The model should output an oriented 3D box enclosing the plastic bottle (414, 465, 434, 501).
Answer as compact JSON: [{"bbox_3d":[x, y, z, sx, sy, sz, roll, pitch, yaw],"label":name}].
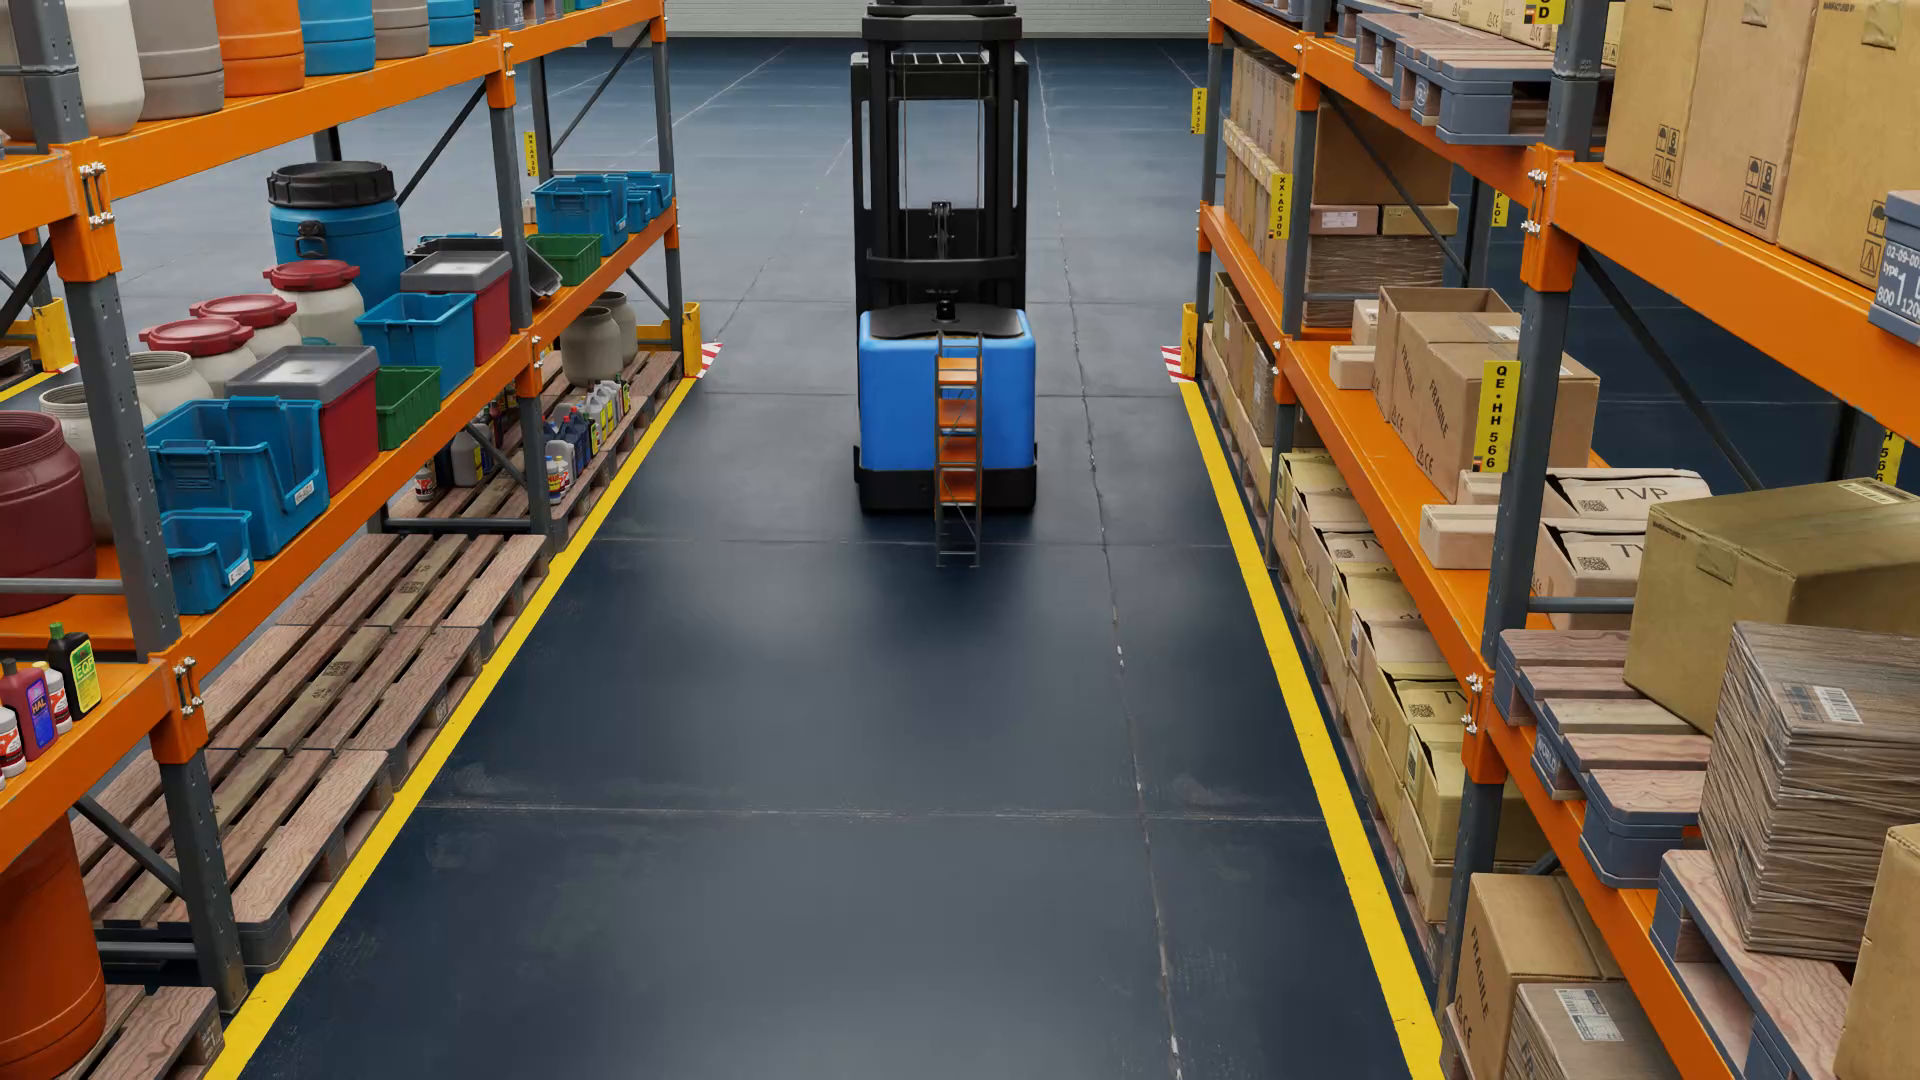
[{"bbox_3d":[-3.070,-0.336,9.509,0.097,0.201,0.097,0,21,0],"label":"plastic bottle"}]

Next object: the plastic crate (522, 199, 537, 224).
[{"bbox_3d":[-2.997,-2.305,11.686,0.298,0.136,0.250,1,21,2],"label":"plastic crate"}]

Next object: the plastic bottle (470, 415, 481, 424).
[{"bbox_3d":[-3.022,-0.694,10.224,0.144,0.351,0.185,1,21,1],"label":"plastic bottle"}]

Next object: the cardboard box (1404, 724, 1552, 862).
[{"bbox_3d":[1.830,0.833,5.680,0.500,0.311,0.500,1,21,3],"label":"cardboard box"}]

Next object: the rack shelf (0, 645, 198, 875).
[{"bbox_3d":[-2.952,1.204,3.275,1.077,0.370,4.000,1,21,2],"label":"rack shelf"}]

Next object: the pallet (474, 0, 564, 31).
[{"bbox_3d":[-2.845,-2.874,8.903,1.213,0.211,1.003,1,21,2],"label":"pallet"}]

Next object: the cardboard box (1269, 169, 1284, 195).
[{"bbox_3d":[2.008,-2.063,9.664,0.380,0.149,0.250,1,21,1],"label":"cardboard box"}]

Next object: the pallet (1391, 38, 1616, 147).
[{"bbox_3d":[1.991,-1.356,4.991,1.213,0.211,1.003,2,21,4],"label":"pallet"}]

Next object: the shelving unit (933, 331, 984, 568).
[{"bbox_3d":[-0.005,-0.500,9.158,0.258,1.200,0.503,1,21,2],"label":"shelving unit"}]

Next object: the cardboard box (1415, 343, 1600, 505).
[{"bbox_3d":[2.095,-0.453,6.411,0.500,0.500,0.500,0,21,-1],"label":"cardboard box"}]

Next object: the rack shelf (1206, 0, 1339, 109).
[{"bbox_3d":[2.242,-3.032,10.043,1.077,0.370,4.000,1,21,2],"label":"rack shelf"}]

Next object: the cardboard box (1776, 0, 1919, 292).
[{"bbox_3d":[2.049,-0.714,2.937,0.910,0.500,0.500,1,21,2],"label":"cardboard box"}]

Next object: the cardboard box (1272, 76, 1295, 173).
[{"bbox_3d":[2.219,-2.421,9.690,0.700,0.500,0.500,1,21,2],"label":"cardboard box"}]

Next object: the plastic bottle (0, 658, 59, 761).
[{"bbox_3d":[-2.484,0.434,4.425,0.061,0.283,0.133,1,21,2],"label":"plastic bottle"}]

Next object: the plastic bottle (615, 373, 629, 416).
[{"bbox_3d":[-2.251,-0.975,11.042,0.061,0.283,0.133,1,21,3],"label":"plastic bottle"}]

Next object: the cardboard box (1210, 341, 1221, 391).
[{"bbox_3d":[2.053,-1.233,11.781,0.500,0.250,0.500,1,21,2],"label":"cardboard box"}]

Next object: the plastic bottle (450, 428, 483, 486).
[{"bbox_3d":[-2.894,-0.506,9.740,0.144,0.351,0.185,1,21,2],"label":"plastic bottle"}]

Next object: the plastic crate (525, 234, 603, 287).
[{"bbox_3d":[-2.446,-1.690,10.031,0.450,0.188,0.662,1,21,2],"label":"plastic crate"}]

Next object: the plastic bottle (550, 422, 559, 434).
[{"bbox_3d":[-2.446,-0.575,10.029,0.097,0.271,0.097,0,21,0],"label":"plastic bottle"}]

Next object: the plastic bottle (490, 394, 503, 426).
[{"bbox_3d":[-3.028,-0.868,10.784,0.097,0.271,0.097,0,21,0],"label":"plastic bottle"}]

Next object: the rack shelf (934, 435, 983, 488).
[{"bbox_3d":[-0.005,-0.437,9.182,0.258,0.148,0.480,1,21,2],"label":"rack shelf"}]

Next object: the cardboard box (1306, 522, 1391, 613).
[{"bbox_3d":[1.885,0.094,7.585,0.500,0.311,0.500,0,21,0],"label":"cardboard box"}]

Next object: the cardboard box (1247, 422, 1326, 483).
[{"bbox_3d":[2.002,-0.510,9.917,0.500,0.250,0.500,1,21,2],"label":"cardboard box"}]

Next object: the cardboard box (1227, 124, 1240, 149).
[{"bbox_3d":[2.071,-2.806,11.578,0.380,0.149,0.250,0,21,0],"label":"cardboard box"}]

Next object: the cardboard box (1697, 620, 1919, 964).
[{"bbox_3d":[1.935,0.516,3.334,0.700,0.500,0.500,5,22,12],"label":"cardboard box"}]

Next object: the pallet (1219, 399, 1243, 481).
[{"bbox_3d":[2.282,-0.675,10.976,1.003,0.211,1.213,1,21,2],"label":"pallet"}]

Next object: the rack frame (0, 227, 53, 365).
[{"bbox_3d":[-7.598,-2.802,12.604,1.000,3.000,0.127,1,21,2],"label":"rack frame"}]

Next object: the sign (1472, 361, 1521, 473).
[{"bbox_3d":[1.505,-0.344,4.668,0.100,0.325,0.005,1,21,2],"label":"sign"}]

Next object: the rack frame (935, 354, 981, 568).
[{"bbox_3d":[-0.012,-0.411,8.930,0.240,1.200,0.015,1,21,2],"label":"rack frame"}]

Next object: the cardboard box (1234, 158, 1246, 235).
[{"bbox_3d":[2.265,-2.380,11.377,0.700,0.500,0.500,1,21,3],"label":"cardboard box"}]

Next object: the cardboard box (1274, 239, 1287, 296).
[{"bbox_3d":[2.198,-1.643,9.479,0.700,0.500,0.500,0,21,1],"label":"cardboard box"}]

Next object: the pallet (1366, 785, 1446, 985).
[{"bbox_3d":[2.124,1.204,6.135,1.003,0.211,1.213,1,21,2],"label":"pallet"}]

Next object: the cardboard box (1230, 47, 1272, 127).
[{"bbox_3d":[2.275,-3.155,11.583,0.700,0.500,0.500,1,21,2],"label":"cardboard box"}]

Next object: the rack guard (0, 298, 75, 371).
[{"bbox_3d":[-7.601,-1.609,12.985,1.175,0.500,0.348,1,21,2],"label":"rack guard"}]

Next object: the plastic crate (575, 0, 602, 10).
[{"bbox_3d":[-2.405,-3.446,10.138,0.392,0.384,0.575,1,21,2],"label":"plastic crate"}]

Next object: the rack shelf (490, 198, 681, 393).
[{"bbox_3d":[-2.709,-1.689,10.730,1.077,0.370,4.000,1,21,2],"label":"rack shelf"}]

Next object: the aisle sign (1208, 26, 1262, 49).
[{"bbox_3d":[1.999,-3.931,11.919,0.394,0.787,0.004,1,21,2],"label":"aisle sign"}]

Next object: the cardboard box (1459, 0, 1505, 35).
[{"bbox_3d":[2.044,-1.885,5.719,0.500,0.250,0.500,0,21,1],"label":"cardboard box"}]

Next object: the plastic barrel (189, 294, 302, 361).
[{"bbox_3d":[-3.040,-0.756,7.142,0.433,0.535,0.433,0,21,0],"label":"plastic barrel"}]

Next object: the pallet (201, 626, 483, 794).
[{"bbox_3d":[-2.789,0.725,7.368,1.003,0.211,1.213,1,21,2],"label":"pallet"}]

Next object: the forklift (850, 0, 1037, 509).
[{"bbox_3d":[-0.137,-2.035,10.722,1.130,2.935,3.031,-1,21,-3],"label":"forklift"}]

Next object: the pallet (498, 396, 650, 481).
[{"bbox_3d":[-2.673,-0.686,11.005,1.003,0.211,1.213,1,21,2],"label":"pallet"}]

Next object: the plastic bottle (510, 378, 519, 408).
[{"bbox_3d":[-3.014,-1.029,11.197,0.097,0.271,0.097,0,21,0],"label":"plastic bottle"}]

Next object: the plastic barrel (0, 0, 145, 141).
[{"bbox_3d":[-2.575,-1.414,4.726,0.421,0.512,0.421,0,21,0],"label":"plastic barrel"}]

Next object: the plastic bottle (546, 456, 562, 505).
[{"bbox_3d":[-2.322,-0.345,9.434,0.097,0.271,0.097,0,21,0],"label":"plastic bottle"}]

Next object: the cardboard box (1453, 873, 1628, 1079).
[{"bbox_3d":[1.760,1.323,4.821,0.500,0.500,0.500,2,21,4],"label":"cardboard box"}]

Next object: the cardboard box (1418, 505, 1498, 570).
[{"bbox_3d":[1.811,-0.010,5.756,0.380,0.149,0.250,1,21,2],"label":"cardboard box"}]

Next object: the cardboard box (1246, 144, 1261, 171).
[{"bbox_3d":[2.039,-2.435,10.624,0.380,0.149,0.250,0,21,1],"label":"cardboard box"}]

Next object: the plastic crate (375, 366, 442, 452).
[{"bbox_3d":[-2.540,-0.570,7.143,0.450,0.188,0.662,1,21,2],"label":"plastic crate"}]

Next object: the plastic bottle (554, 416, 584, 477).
[{"bbox_3d":[-2.330,-0.559,9.876,0.144,0.351,0.185,1,21,3],"label":"plastic bottle"}]

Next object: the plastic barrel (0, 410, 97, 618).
[{"bbox_3d":[-3.180,-0.090,5.425,0.600,0.536,0.708,1,21,2],"label":"plastic barrel"}]

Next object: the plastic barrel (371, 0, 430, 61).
[{"bbox_3d":[-2.588,-2.511,7.013,0.600,0.901,0.600,0,21,0],"label":"plastic barrel"}]

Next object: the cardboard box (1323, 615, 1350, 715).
[{"bbox_3d":[1.875,0.540,7.211,0.500,0.250,0.500,1,21,3],"label":"cardboard box"}]

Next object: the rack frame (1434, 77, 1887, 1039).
[{"bbox_3d":[2.060,0.201,4.865,1.000,3.000,0.127,1,21,2],"label":"rack frame"}]

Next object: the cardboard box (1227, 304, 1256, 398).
[{"bbox_3d":[2.016,-1.221,10.714,0.500,0.500,0.500,1,21,2],"label":"cardboard box"}]

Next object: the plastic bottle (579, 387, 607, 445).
[{"bbox_3d":[-2.311,-0.781,10.448,0.144,0.351,0.185,0,21,1],"label":"plastic bottle"}]

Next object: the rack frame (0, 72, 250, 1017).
[{"bbox_3d":[-2.891,0.145,5.008,1.000,3.000,0.127,1,21,2],"label":"rack frame"}]
